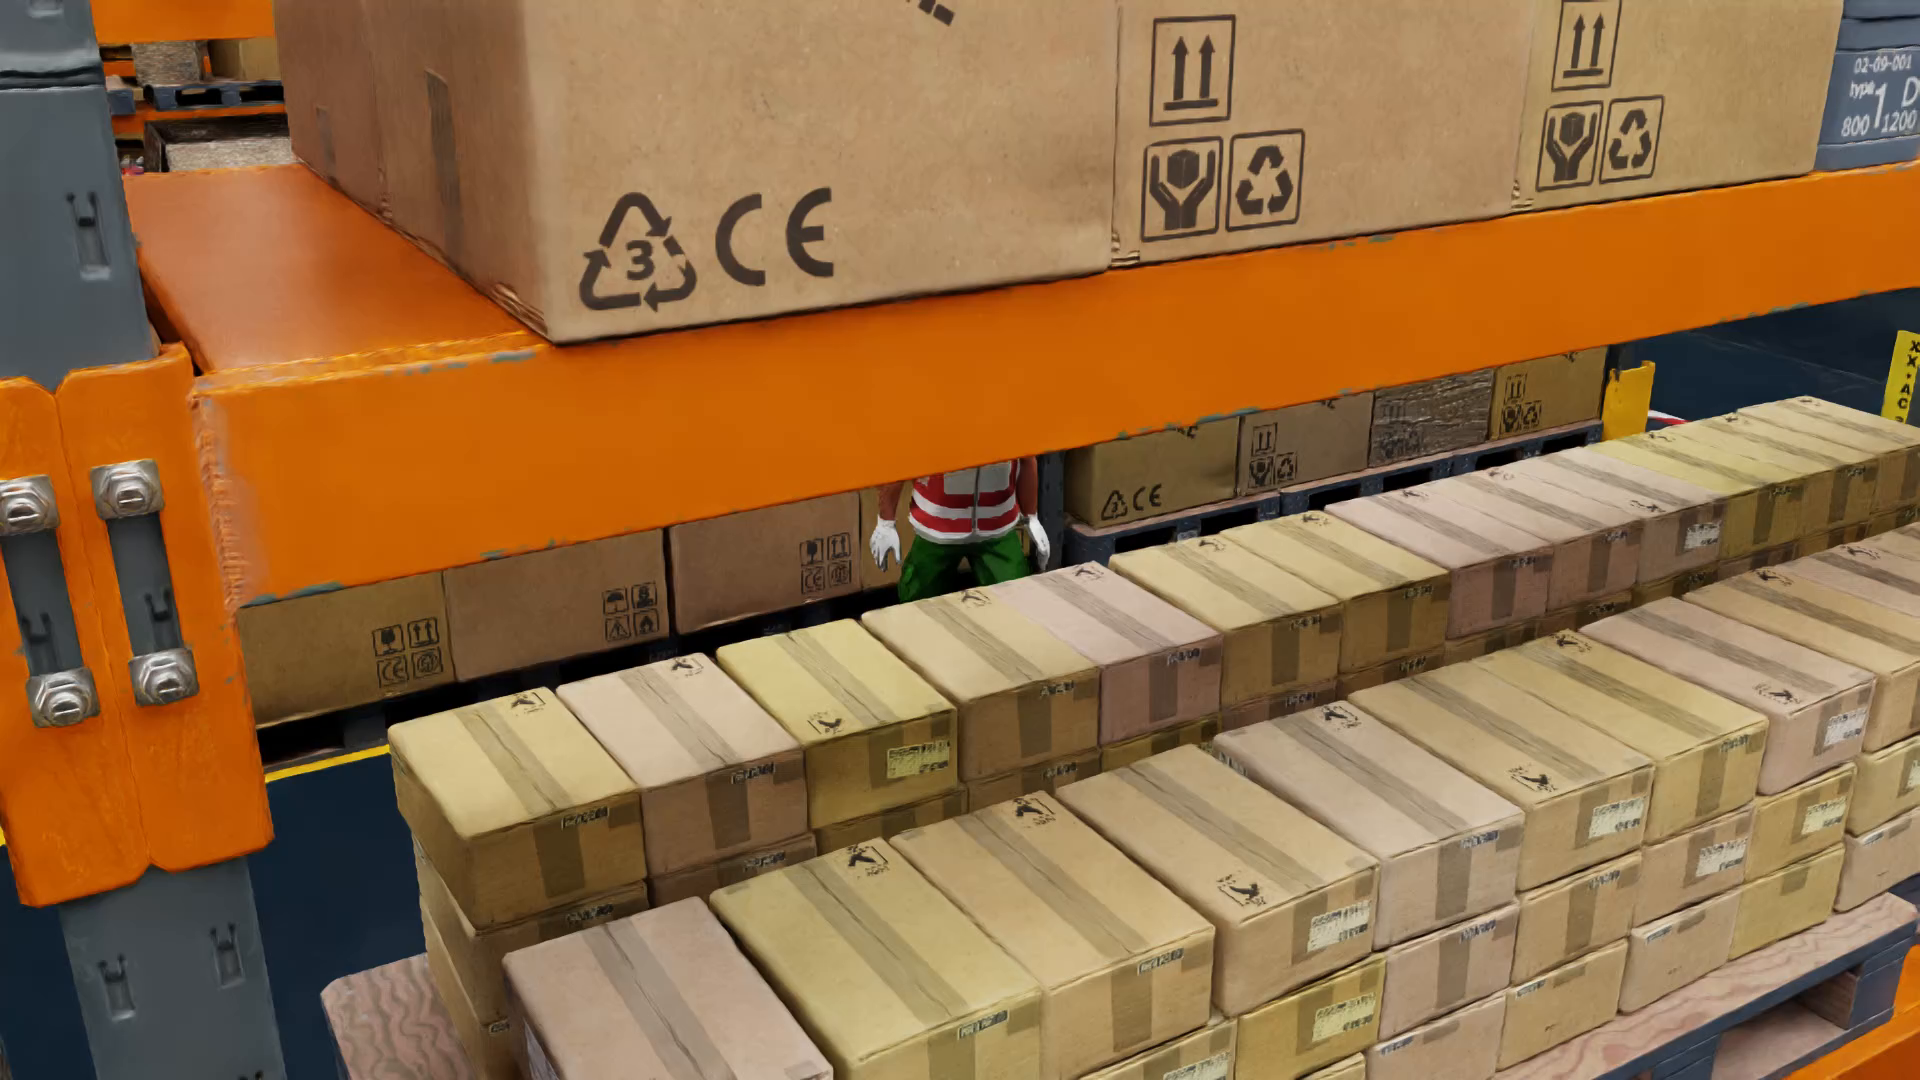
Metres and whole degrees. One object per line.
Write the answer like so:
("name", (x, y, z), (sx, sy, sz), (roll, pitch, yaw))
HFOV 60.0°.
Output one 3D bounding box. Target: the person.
("person", (0.008, -0.031, 6.071), (0.652, 1.765, 0.473), (-5, 22, -13))
